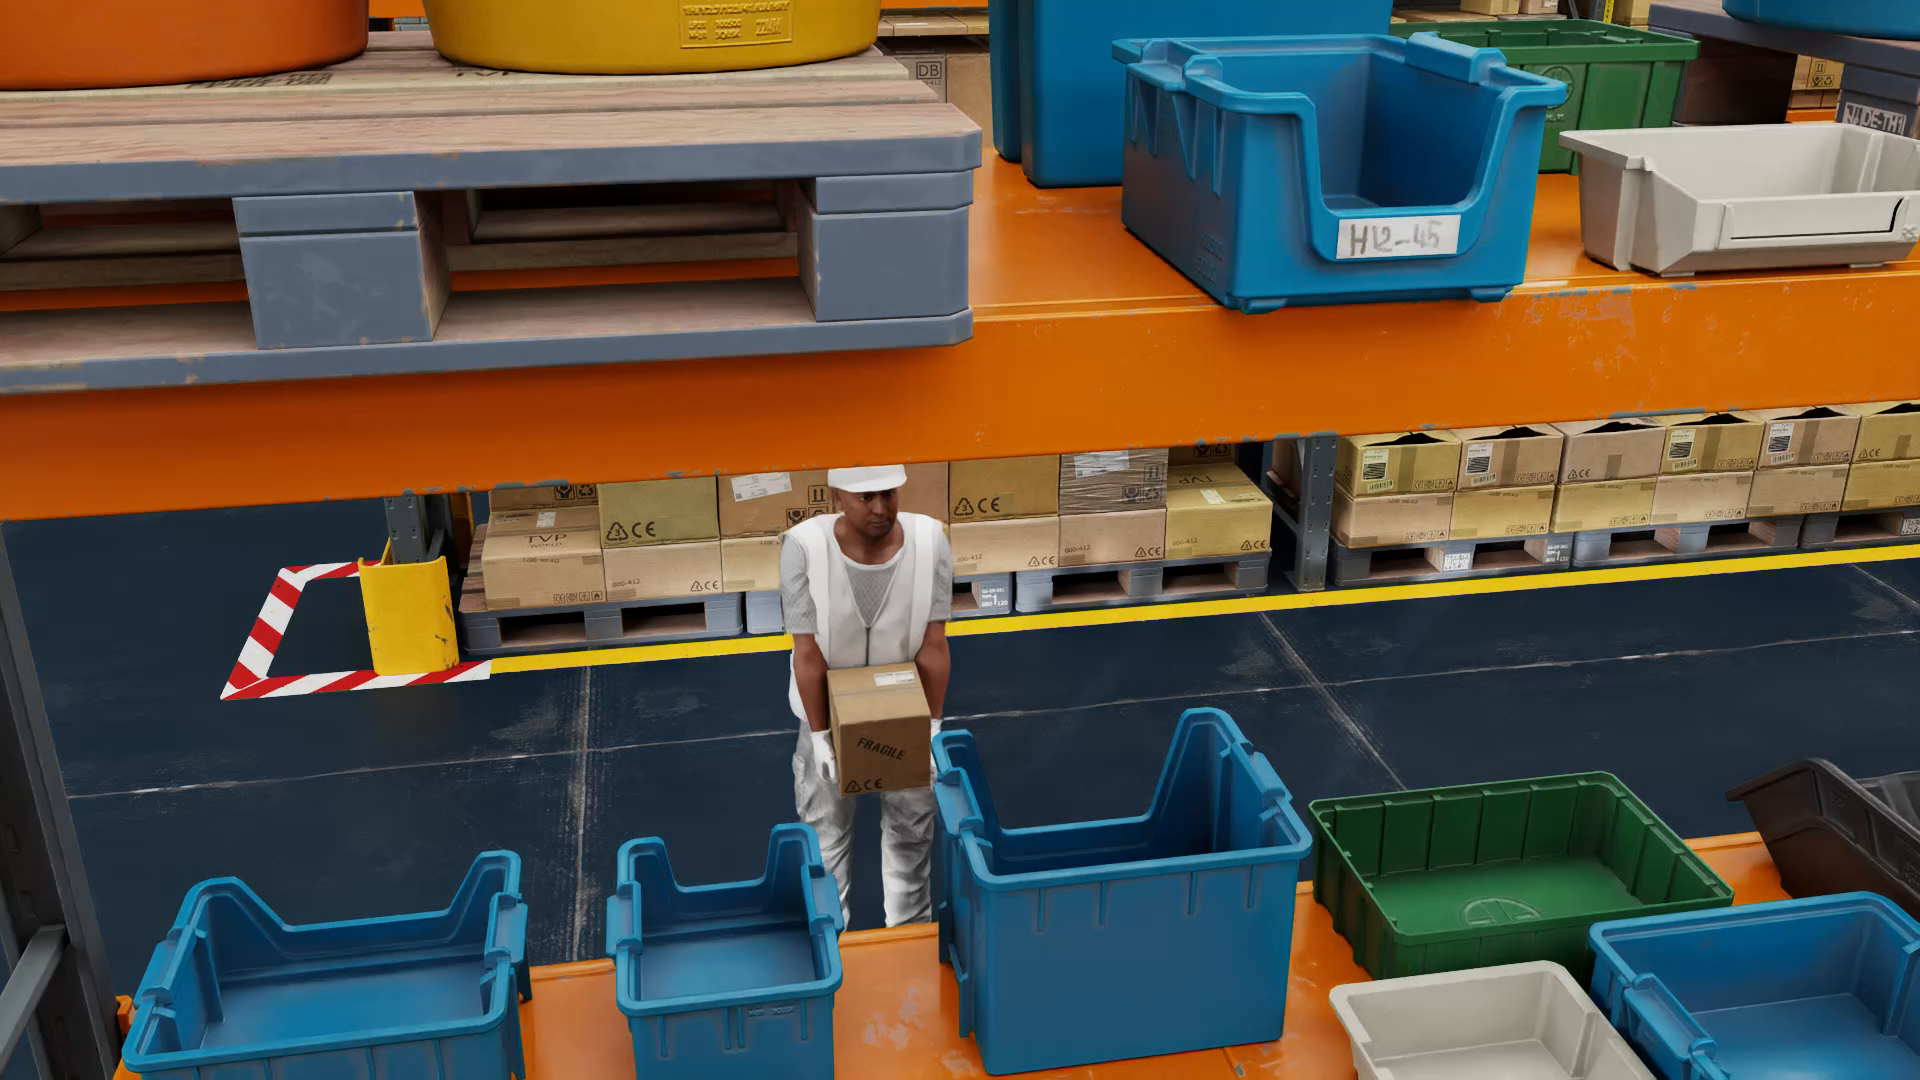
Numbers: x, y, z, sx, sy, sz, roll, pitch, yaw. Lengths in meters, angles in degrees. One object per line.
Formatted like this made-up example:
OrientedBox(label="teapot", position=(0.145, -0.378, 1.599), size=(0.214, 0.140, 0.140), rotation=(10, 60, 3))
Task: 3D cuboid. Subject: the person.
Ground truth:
OrientedBox(label="person", position=(-0.249, 0.541, 4.810), size=(0.492, 1.777, 0.580), rotation=(-5, 24, -11))
